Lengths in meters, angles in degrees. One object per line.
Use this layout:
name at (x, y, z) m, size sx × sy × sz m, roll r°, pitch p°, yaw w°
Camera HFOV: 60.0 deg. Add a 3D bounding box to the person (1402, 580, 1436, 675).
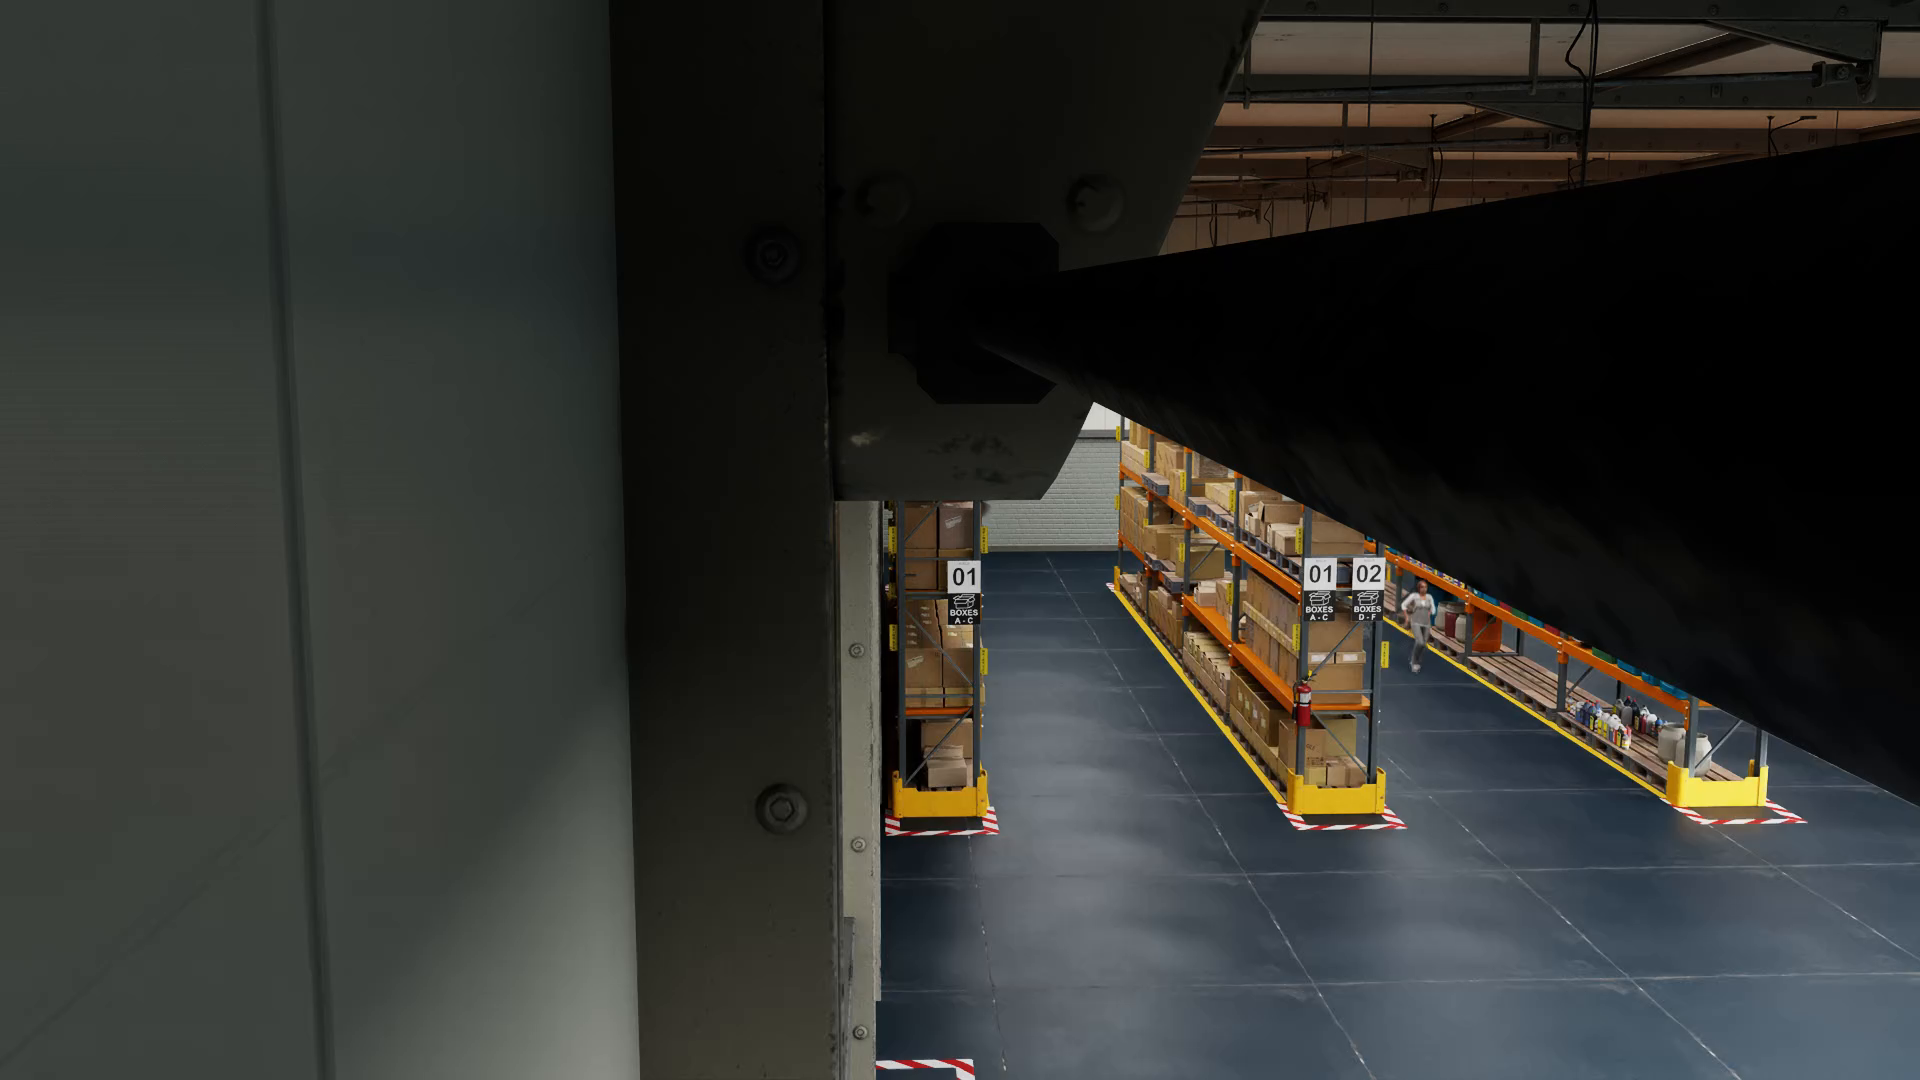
person at (7.822, 1.480, 28.274) m, size 0.504 × 1.611 × 0.677 m, roll -1°, pitch 8°, yaw -7°
